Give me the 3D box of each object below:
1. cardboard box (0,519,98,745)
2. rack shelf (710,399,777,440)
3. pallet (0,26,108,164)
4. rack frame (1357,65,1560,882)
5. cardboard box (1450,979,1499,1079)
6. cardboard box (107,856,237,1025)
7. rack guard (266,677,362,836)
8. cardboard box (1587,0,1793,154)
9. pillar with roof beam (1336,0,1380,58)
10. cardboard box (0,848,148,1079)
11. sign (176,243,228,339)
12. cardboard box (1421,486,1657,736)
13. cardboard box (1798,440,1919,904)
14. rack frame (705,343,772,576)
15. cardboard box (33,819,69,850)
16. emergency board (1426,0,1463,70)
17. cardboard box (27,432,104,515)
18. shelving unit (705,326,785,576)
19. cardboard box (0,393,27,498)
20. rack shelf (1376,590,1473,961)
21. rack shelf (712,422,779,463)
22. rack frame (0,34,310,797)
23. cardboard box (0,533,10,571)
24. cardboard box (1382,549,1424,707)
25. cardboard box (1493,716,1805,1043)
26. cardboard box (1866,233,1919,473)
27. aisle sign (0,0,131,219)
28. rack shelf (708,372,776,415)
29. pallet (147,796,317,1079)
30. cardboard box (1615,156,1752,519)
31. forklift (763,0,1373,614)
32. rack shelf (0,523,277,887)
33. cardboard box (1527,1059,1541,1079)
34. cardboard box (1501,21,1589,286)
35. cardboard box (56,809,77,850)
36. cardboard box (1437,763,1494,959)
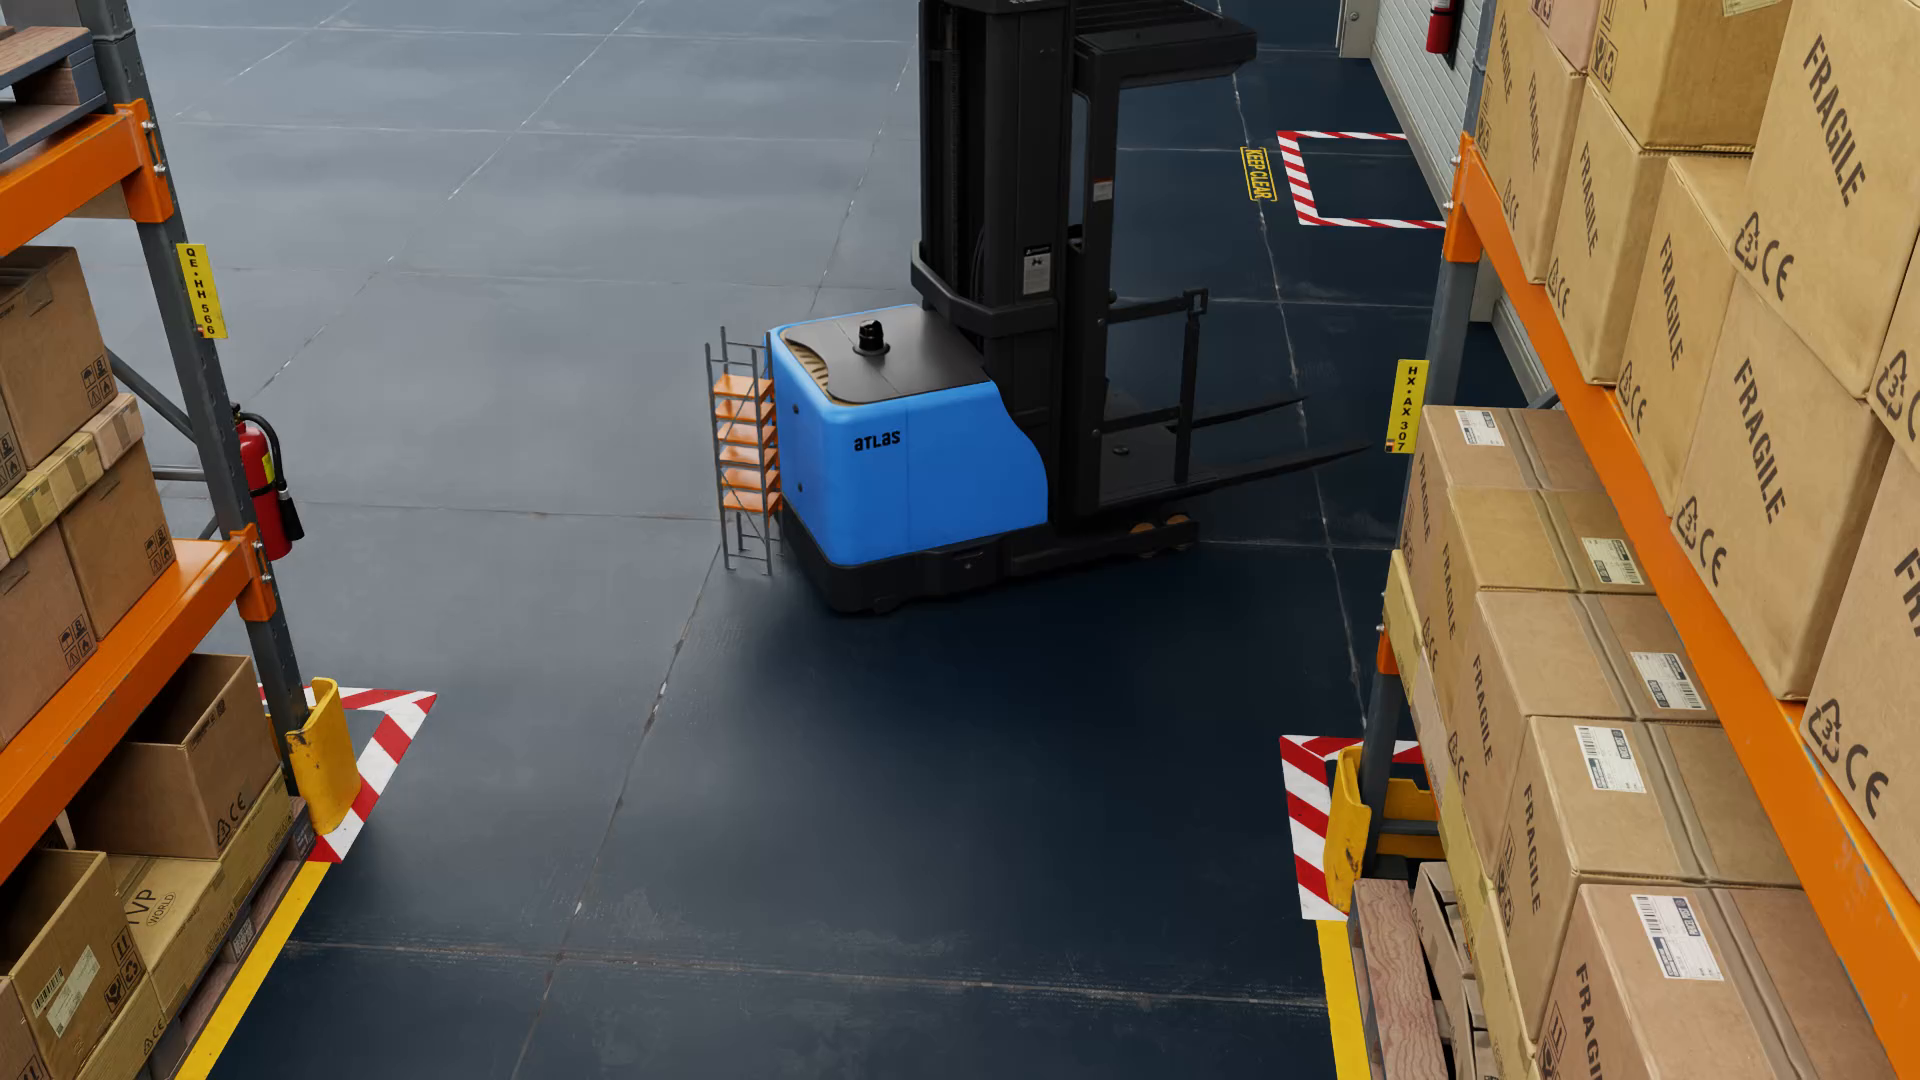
[{"bbox_3d":[-3.073,0.239,4.908,0.700,0.500,0.500,3,32,5],"label":"cardboard box"},{"bbox_3d":[-0.993,-0.564,7.645,0.258,0.103,0.180,8,33,13],"label":"rack shelf"},{"bbox_3d":[-3.068,-1.108,4.413,1.003,0.211,1.213,2,32,4],"label":"pallet"},{"bbox_3d":[1.953,-0.027,5.435,1.000,3.000,0.127,2,32,4],"label":"rack frame"},{"bbox_3d":[1.760,1.586,4.960,0.500,0.311,0.500,5,32,8],"label":"cardboard box"},{"bbox_3d":[-2.763,1.310,5.486,0.500,0.250,0.500,2,32,4],"label":"cardboard box"},{"bbox_3d":[-2.983,0.815,6.451,1.175,0.500,0.348,2,32,4],"label":"rack guard"},{"bbox_3d":[1.558,-1.061,3.186,0.500,0.500,0.500,3,32,5],"label":"cardboard box"},{"bbox_3d":[-0.556,-8.637,13.687,9.100,9.000,0.400,2,32,4],"label":"pillar with roof beam"},{"bbox_3d":[-2.799,1.252,4.864,0.500,0.500,0.500,2,32,4],"label":"cardboard box"},{"bbox_3d":[-2.445,-0.800,5.360,0.100,0.325,0.005,2,32,4],"label":"sign"},{"bbox_3d":[1.564,0.204,4.469,0.500,0.500,0.500,3,32,4],"label":"cardboard box"},{"bbox_3d":[1.476,0.198,2.096,0.500,0.500,0.500,0,32,0],"label":"cardboard box"},{"bbox_3d":[-1.017,-0.351,7.675,0.240,1.200,0.006,8,33,13],"label":"rack frame"},{"bbox_3d":[-3.289,0.968,5.326,0.500,0.500,0.500,2,32,4],"label":"cardboard box"},{"bbox_3d":[3.486,-4.052,11.966,0.194,1.169,0.643,2,32,4],"label":"emergency board"},{"bbox_3d":[-2.846,-0.211,5.019,0.380,0.149,0.250,3,32,5],"label":"cardboard box"},{"bbox_3d":[-0.993,-0.398,7.750,0.258,1.200,0.189,8,33,13],"label":"shelving unit"},{"bbox_3d":[-3.077,-0.285,4.522,0.700,0.500,0.500,2,32,3],"label":"cardboard box"},{"bbox_3d":[1.790,1.325,3.927,1.077,0.370,4.000,2,32,4],"label":"rack shelf"},{"bbox_3d":[-0.993,-0.462,7.709,0.258,0.103,0.180,8,33,13],"label":"rack shelf"},{"bbox_3d":[-2.985,-0.237,5.775,1.000,3.000,0.127,2,32,4],"label":"rack frame"},{"bbox_3d":[-2.889,0.055,4.589,0.380,0.149,0.250,3,32,5],"label":"cardboard box"},{"bbox_3d":[1.597,0.270,5.077,0.500,0.250,0.500,2,32,3],"label":"cardboard box"},{"bbox_3d":[1.486,0.744,3.593,0.500,0.500,0.500,3,32,6],"label":"cardboard box"},{"bbox_3d":[1.432,-0.251,1.872,0.500,0.500,0.500,4,32,7],"label":"cardboard box"},{"bbox_3d":[-2.687,-1.365,5.129,0.394,0.787,0.004,2,32,4],"label":"aisle sign"},{"bbox_3d":[-0.993,-0.665,7.581,0.258,0.103,0.180,8,33,13],"label":"rack shelf"},{"bbox_3d":[-3.005,1.352,5.855,1.003,0.211,1.213,2,32,4],"label":"pallet"},{"bbox_3d":[1.536,-0.359,3.000,0.500,0.500,0.500,4,32,7],"label":"cardboard box"},{"bbox_3d":[0.625,-1.404,7.735,3.031,2.935,1.130,-13,34,-19],"label":"forklift"},{"bbox_3d":[-3.148,1.115,4.267,1.077,0.370,4.000,2,32,4],"label":"rack shelf"},{"bbox_3d":[1.438,1.335,3.348,0.500,0.250,0.500,2,32,4],"label":"cardboard box"},{"bbox_3d":[1.597,-0.912,3.897,0.500,0.500,0.500,4,32,7],"label":"cardboard box"},{"bbox_3d":[-3.250,1.026,5.947,0.500,0.250,0.500,2,32,4],"label":"cardboard box"},{"bbox_3d":[1.521,0.808,4.204,0.500,0.250,0.500,2,32,3],"label":"cardboard box"}]
